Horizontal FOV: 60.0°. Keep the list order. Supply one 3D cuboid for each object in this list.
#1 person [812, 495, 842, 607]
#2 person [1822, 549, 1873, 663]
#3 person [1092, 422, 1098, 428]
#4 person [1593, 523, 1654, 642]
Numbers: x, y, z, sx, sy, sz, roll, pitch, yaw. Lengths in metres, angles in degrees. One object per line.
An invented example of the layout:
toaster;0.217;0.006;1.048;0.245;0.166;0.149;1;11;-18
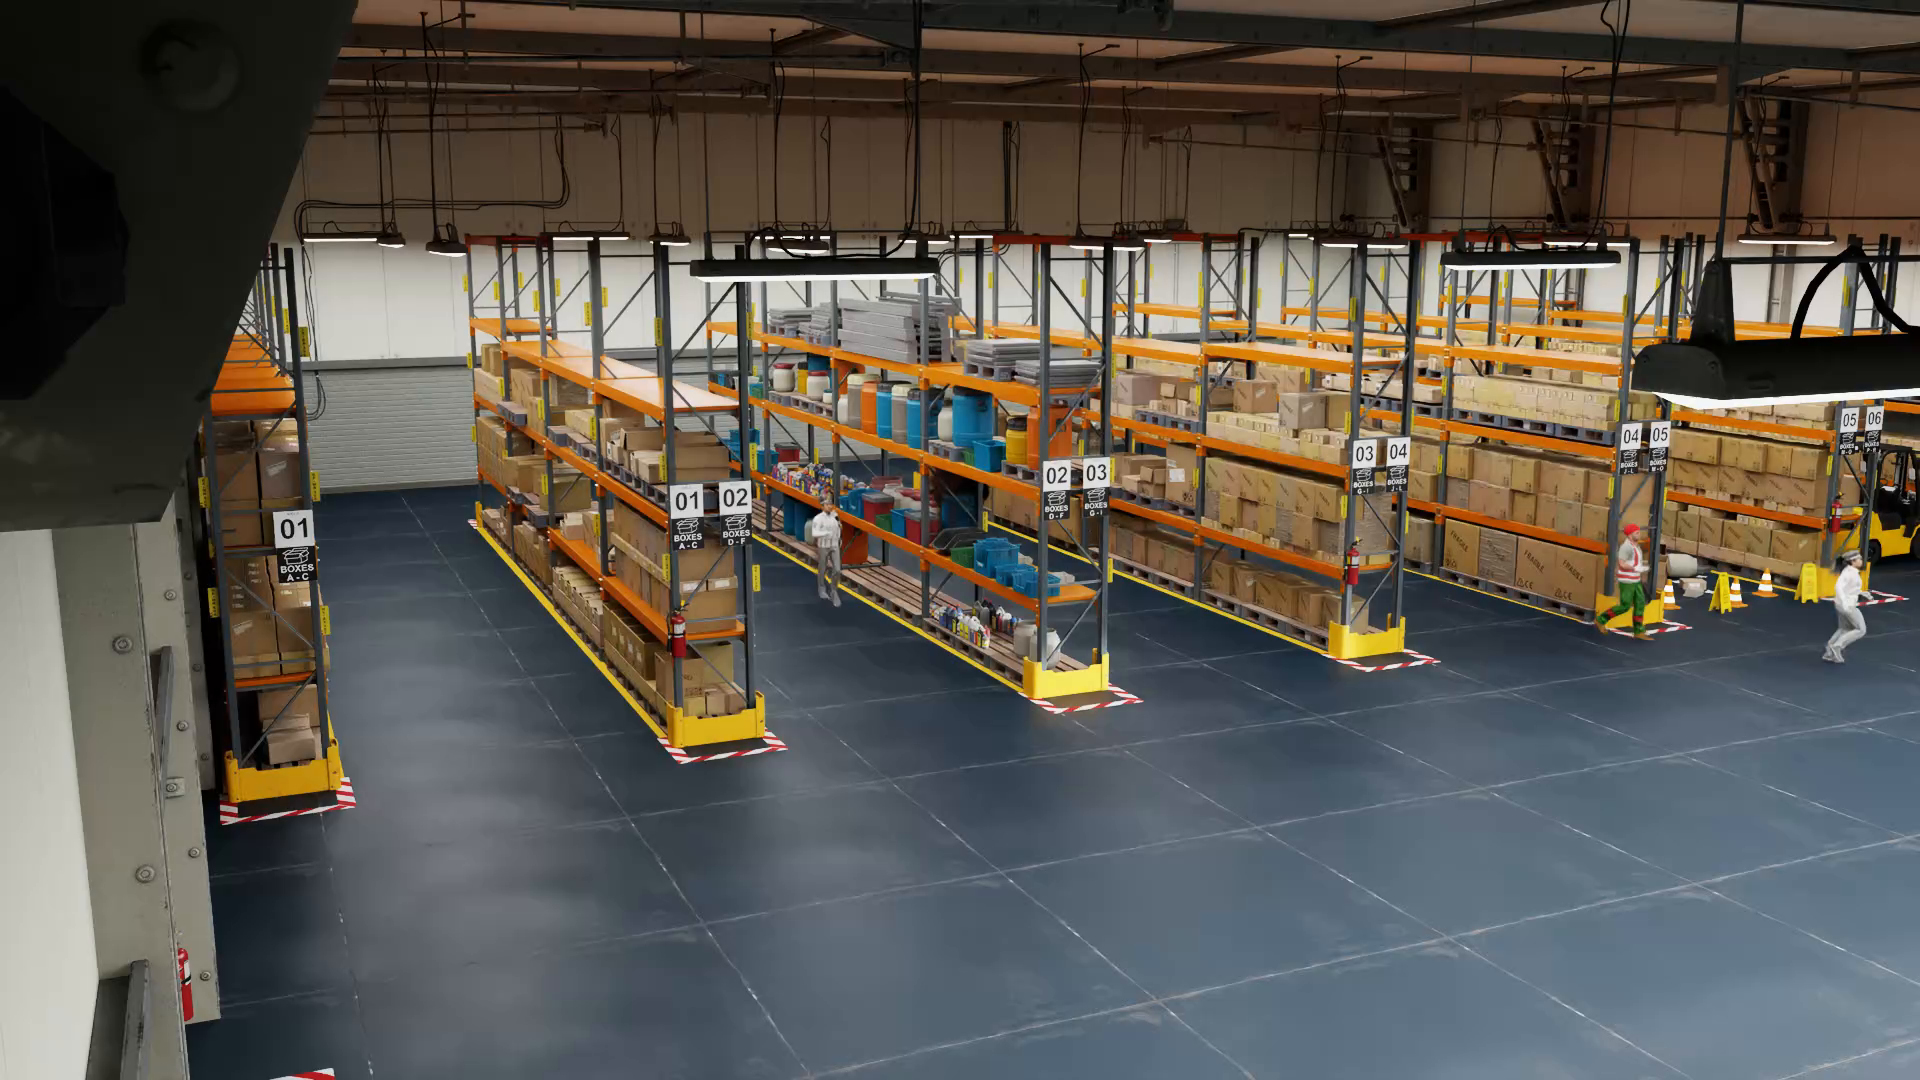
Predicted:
person;-2.068;0.170;26.392;0.592;1.788;0.666;-5;12;-25
person;12.778;0.946;23.863;0.577;1.666;0.624;4;12;20
person;3.041;-1.889;38.548;0.610;1.714;0.806;-4;12;-18
person;10.090;0.631;25.146;0.878;1.800;0.677;7;13;31
